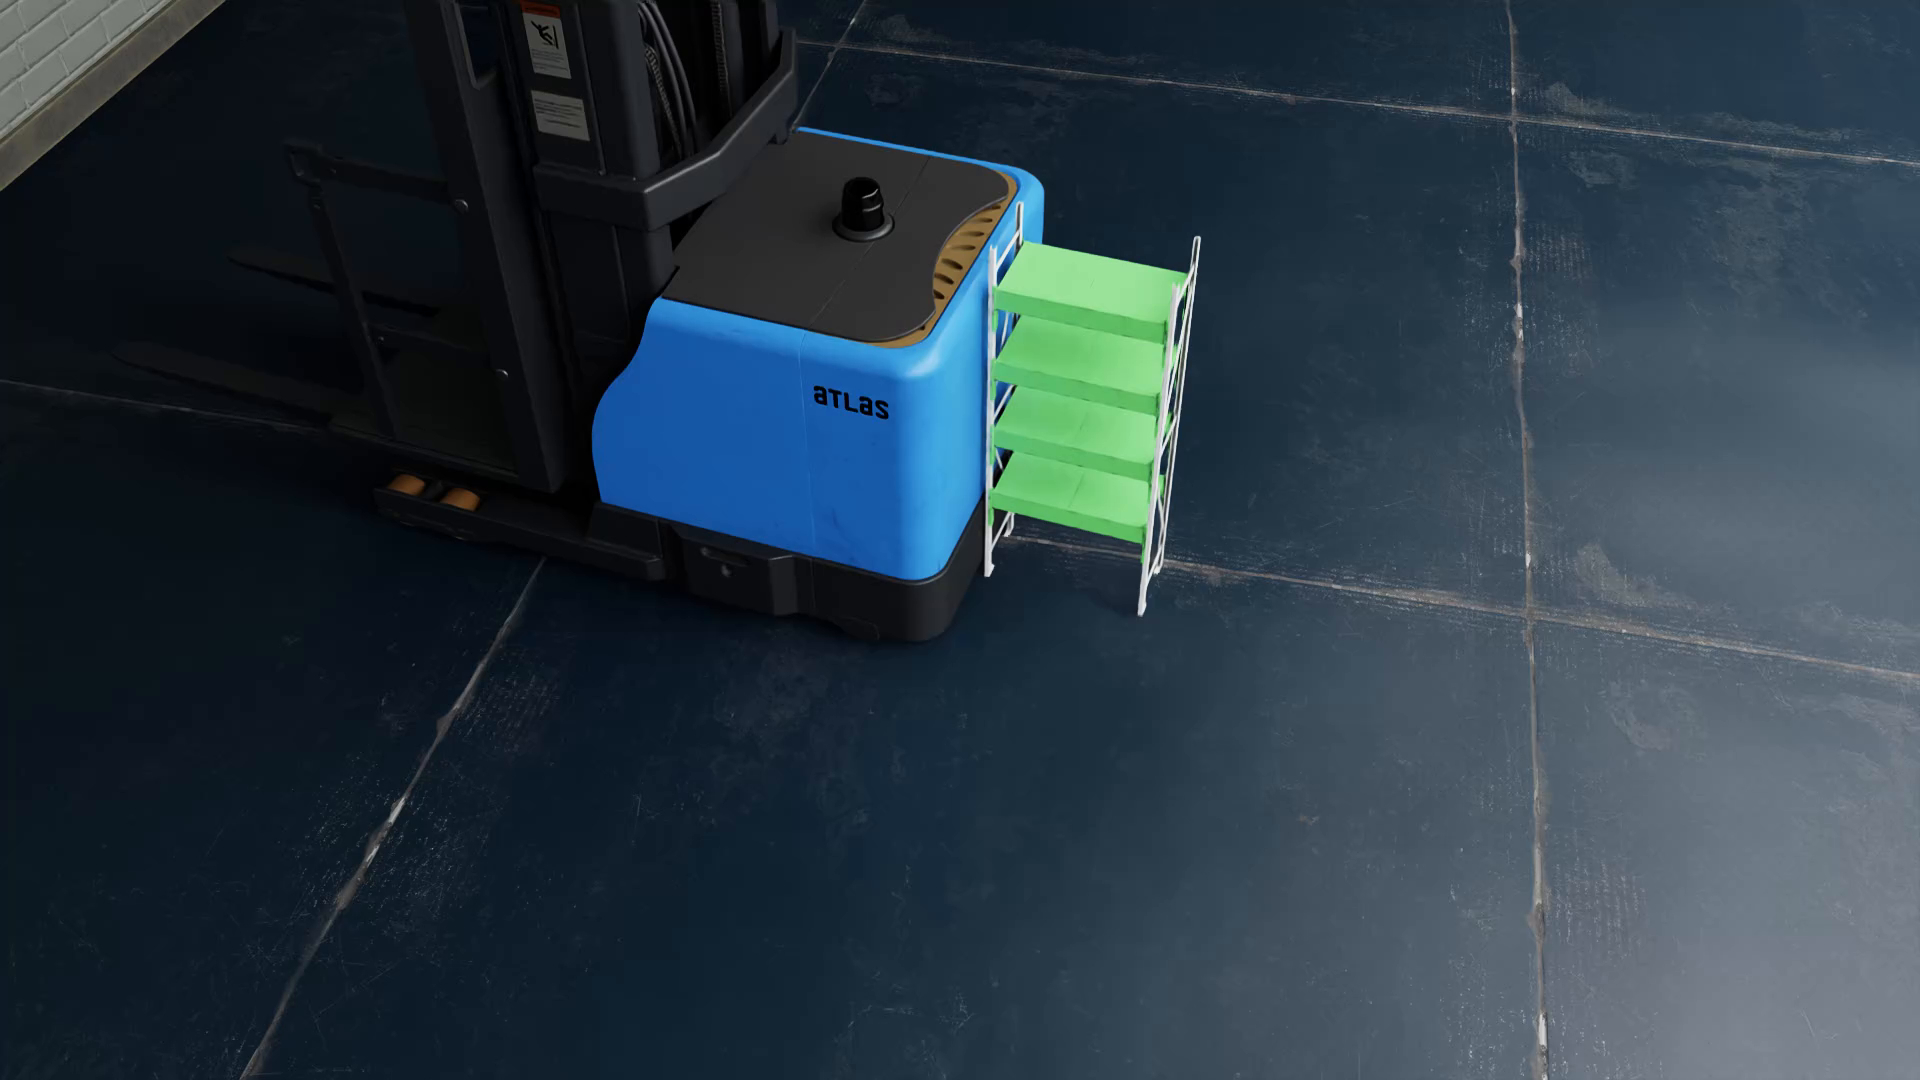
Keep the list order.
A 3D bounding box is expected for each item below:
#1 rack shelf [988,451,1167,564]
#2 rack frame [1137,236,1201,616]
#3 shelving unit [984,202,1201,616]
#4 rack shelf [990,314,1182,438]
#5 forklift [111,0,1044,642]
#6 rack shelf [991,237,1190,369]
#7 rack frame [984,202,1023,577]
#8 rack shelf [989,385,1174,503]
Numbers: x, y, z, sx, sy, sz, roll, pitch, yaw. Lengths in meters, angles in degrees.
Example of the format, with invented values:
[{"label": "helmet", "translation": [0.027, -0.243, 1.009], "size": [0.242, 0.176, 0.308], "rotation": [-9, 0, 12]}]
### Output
[{"label": "rack shelf", "translation": [0.352, -0.120, 4.948], "size": [0.480, 0.148, 0.258], "rotation": [14, 46, 14]}, {"label": "rack frame", "translation": [0.582, -0.282, 4.677], "size": [0.015, 1.200, 0.240], "rotation": [14, 46, 14]}, {"label": "shelving unit", "translation": [0.352, -0.339, 4.737], "size": [0.503, 1.200, 0.258], "rotation": [14, 46, 14]}, {"label": "rack shelf", "translation": [0.352, -0.466, 4.615], "size": [0.480, 0.148, 0.258], "rotation": [14, 46, 14]}, {"label": "forklift", "translation": [-1.315, -1.384, 4.575], "size": [3.031, 2.935, 1.130], "rotation": [14, 46, 14]}, {"label": "rack shelf", "translation": [0.352, -0.639, 4.448], "size": [0.480, 0.148, 0.258], "rotation": [14, 46, 14]}, {"label": "rack frame", "translation": [0.122, -0.396, 4.797], "size": [0.015, 1.200, 0.240], "rotation": [14, 46, 14]}, {"label": "rack shelf", "translation": [0.352, -0.293, 4.781], "size": [0.480, 0.148, 0.258], "rotation": [14, 46, 14]}]
